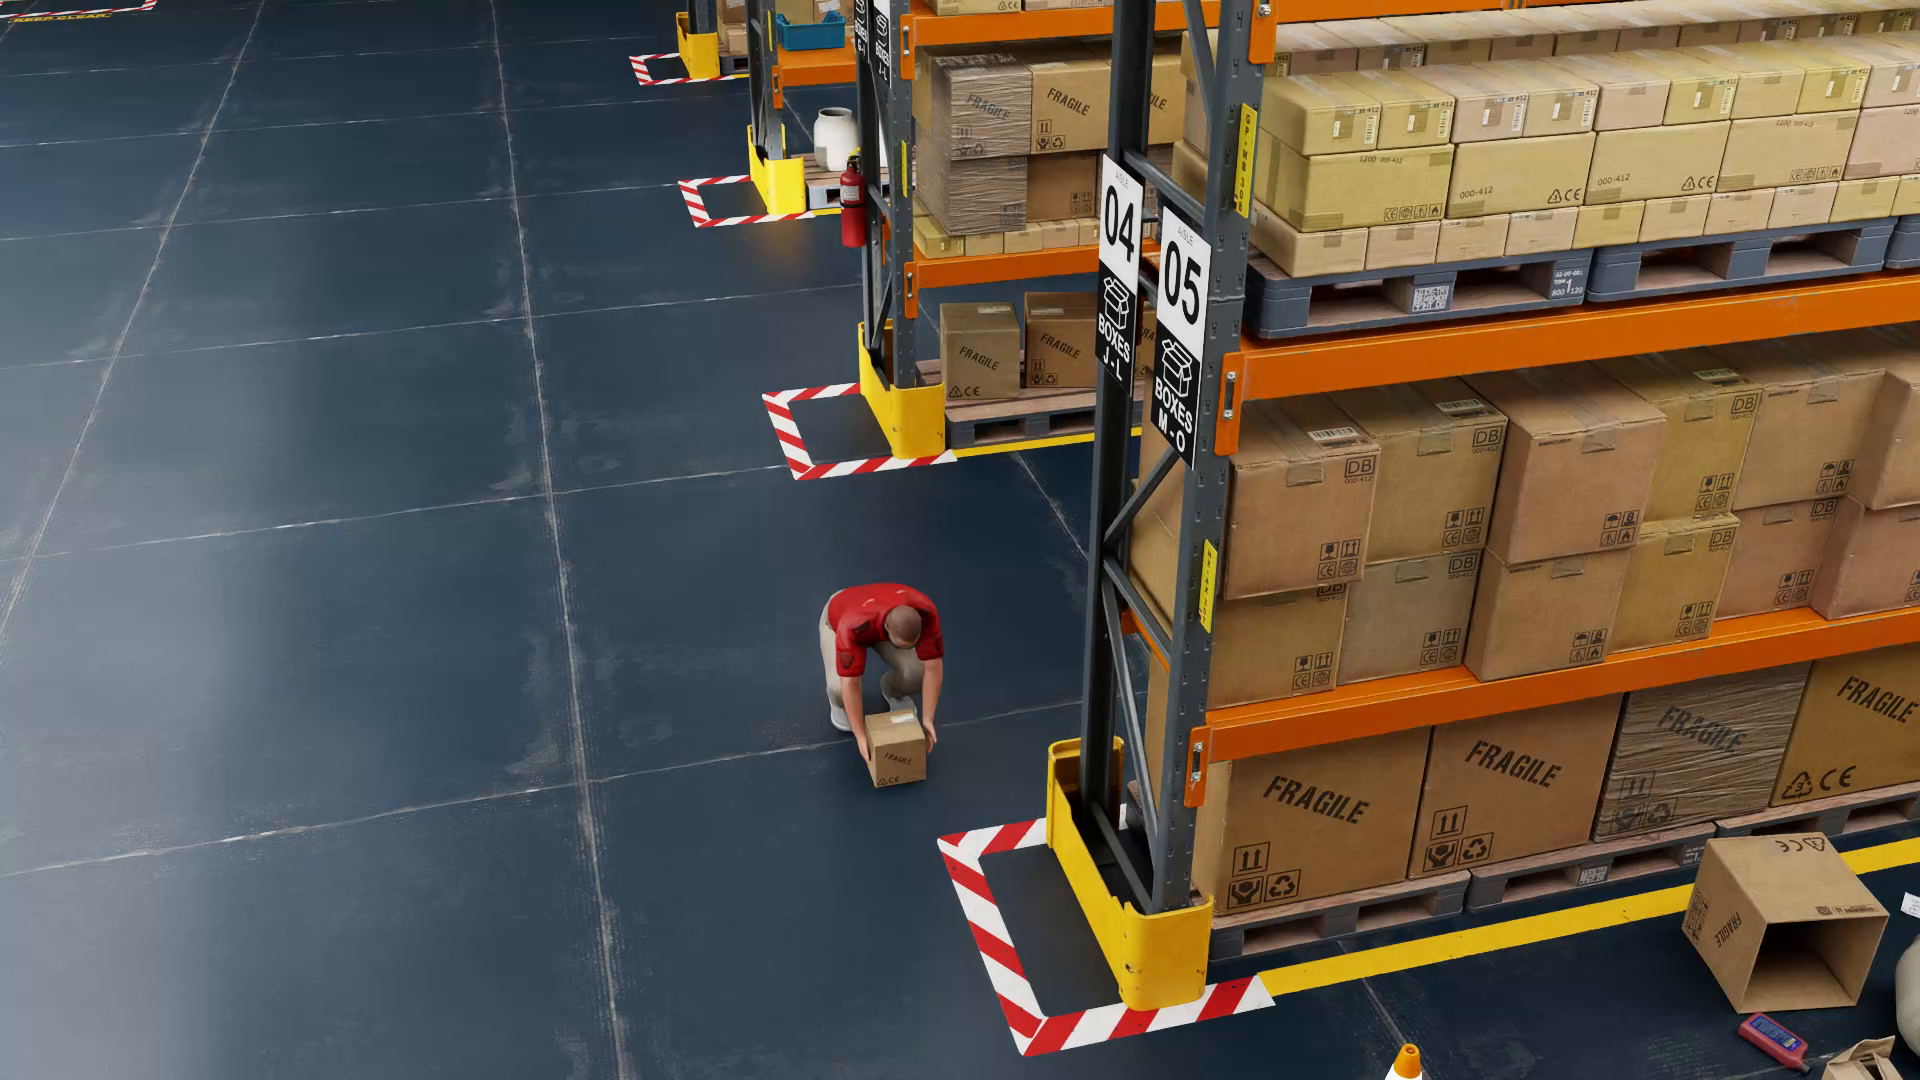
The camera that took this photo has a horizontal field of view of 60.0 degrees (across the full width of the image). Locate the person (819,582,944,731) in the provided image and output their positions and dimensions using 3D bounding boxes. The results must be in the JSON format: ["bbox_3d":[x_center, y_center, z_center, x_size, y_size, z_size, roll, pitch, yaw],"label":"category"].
[{"bbox_3d":[-0.417,0.528,8.235,0.566,0.845,0.690,-8,31,-13],"label":"person"}]
